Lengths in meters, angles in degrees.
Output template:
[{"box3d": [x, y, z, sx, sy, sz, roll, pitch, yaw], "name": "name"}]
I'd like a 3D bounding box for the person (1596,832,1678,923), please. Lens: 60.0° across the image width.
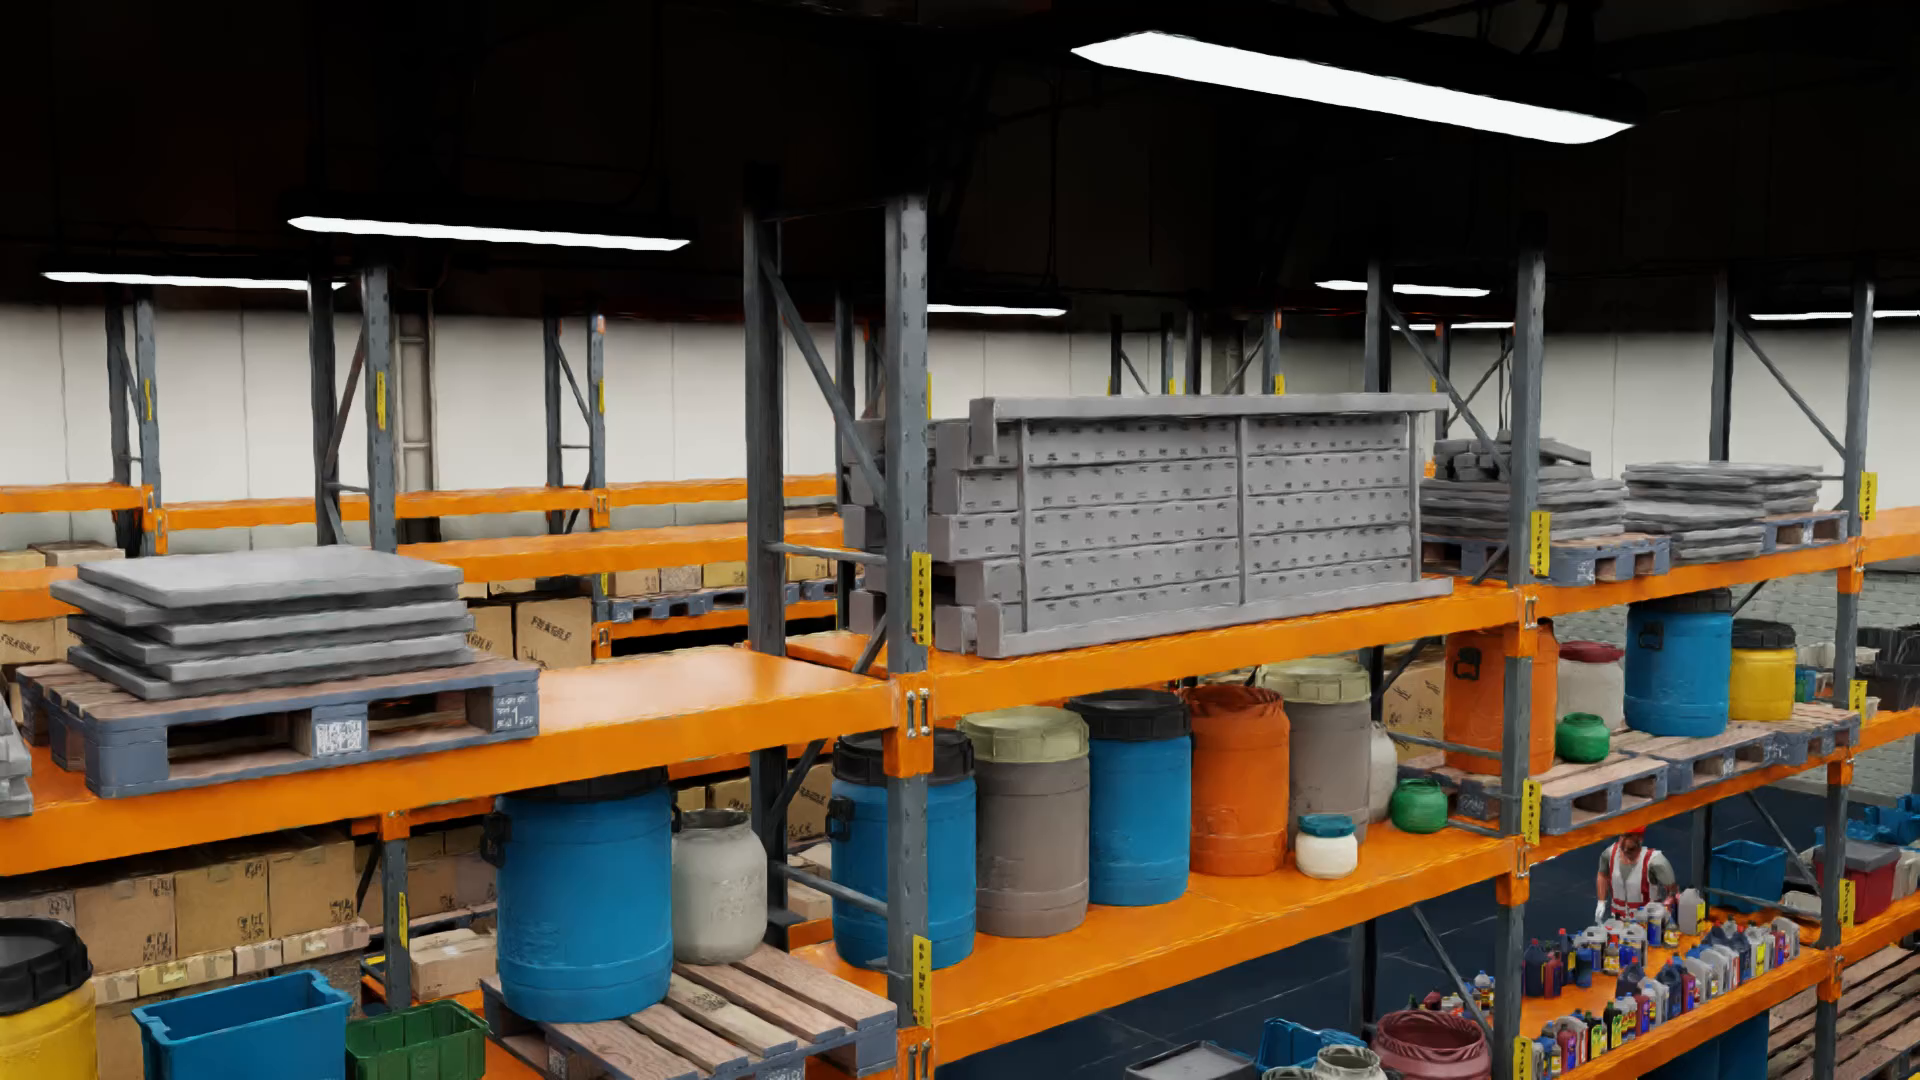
[{"box3d": [5.392, 3.053, 13.297, 0.510, 1.693, 0.678, -5, 7, -41], "name": "person"}]
